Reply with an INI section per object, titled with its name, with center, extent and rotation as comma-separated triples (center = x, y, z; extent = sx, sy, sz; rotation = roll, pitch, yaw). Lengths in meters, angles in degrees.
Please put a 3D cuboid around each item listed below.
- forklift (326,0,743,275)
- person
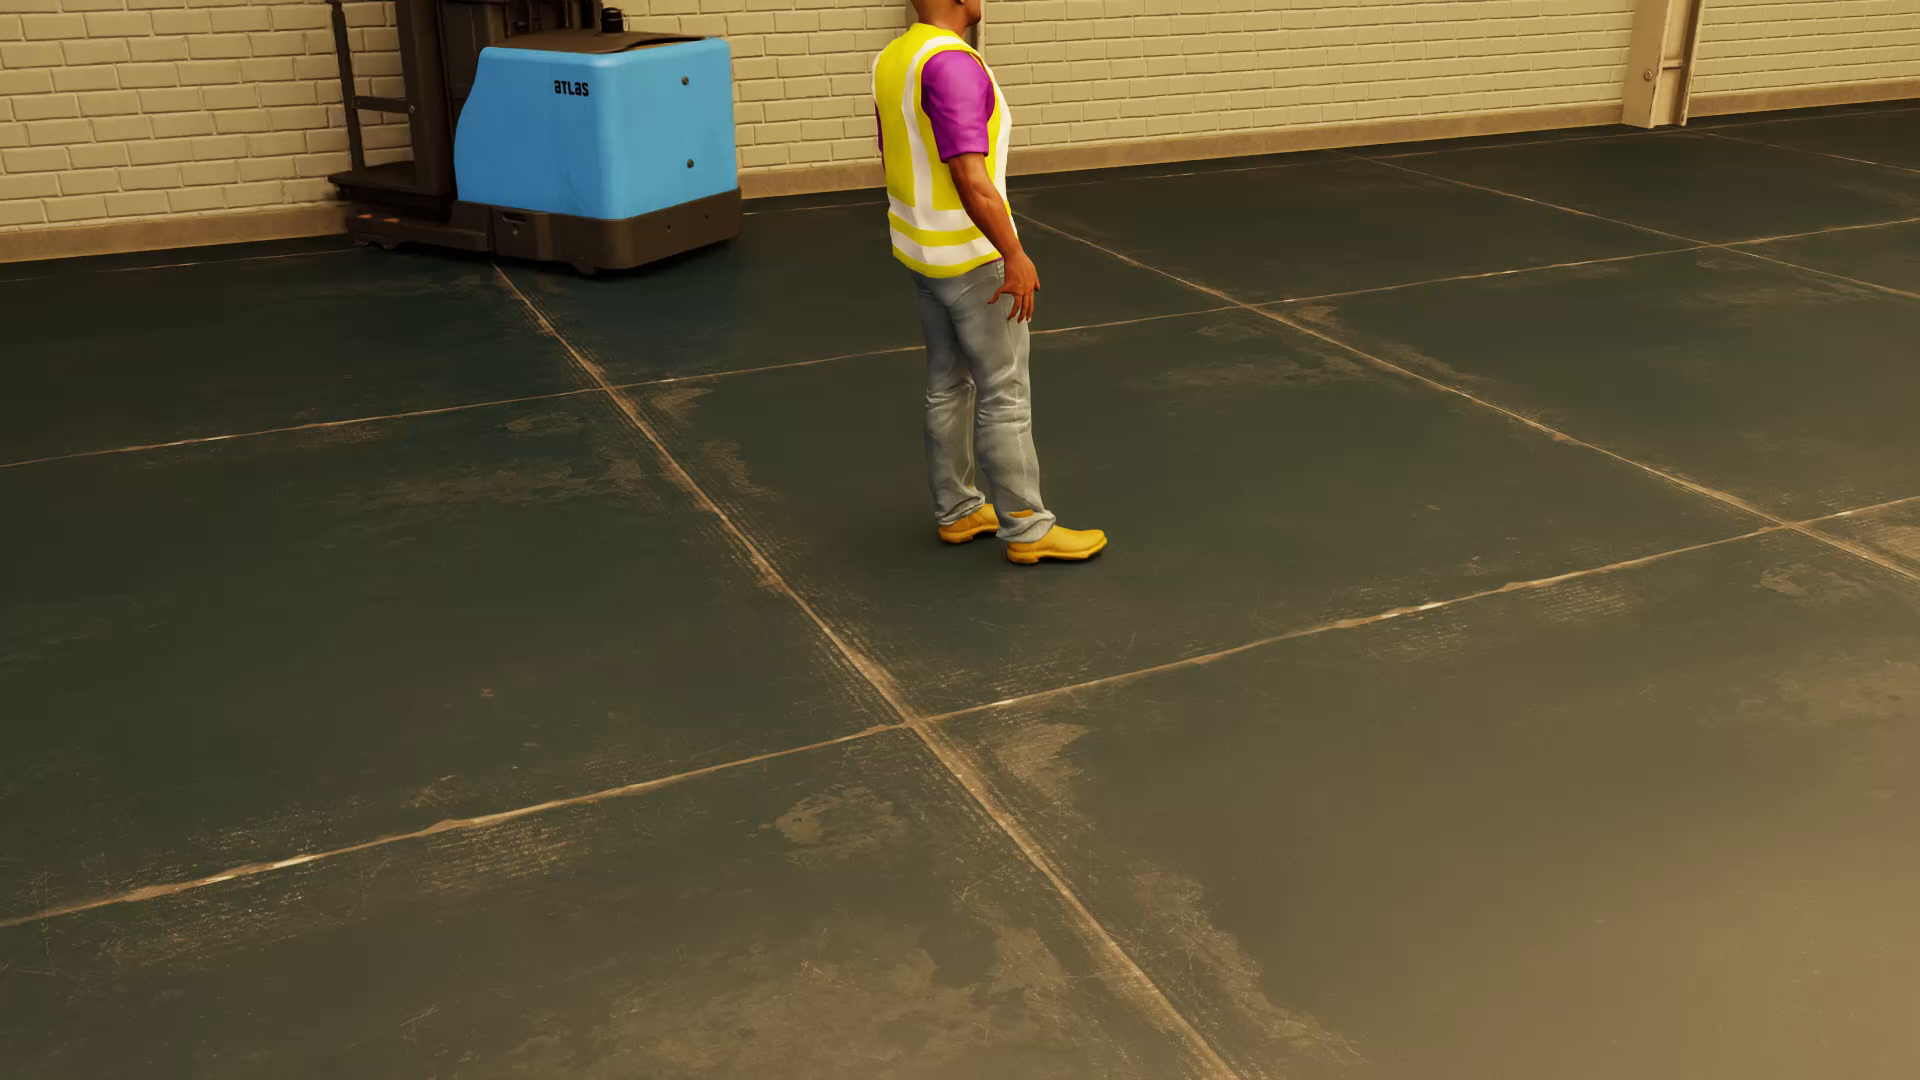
[forklift]
center = -2.689, -3.050, 8.629
extent = 3.031, 2.935, 1.130
rotation = 12, 26, 27
[person]
center = 0.065, -0.831, 4.787
extent = 0.577, 1.765, 0.665
rotation = -10, 25, -23
